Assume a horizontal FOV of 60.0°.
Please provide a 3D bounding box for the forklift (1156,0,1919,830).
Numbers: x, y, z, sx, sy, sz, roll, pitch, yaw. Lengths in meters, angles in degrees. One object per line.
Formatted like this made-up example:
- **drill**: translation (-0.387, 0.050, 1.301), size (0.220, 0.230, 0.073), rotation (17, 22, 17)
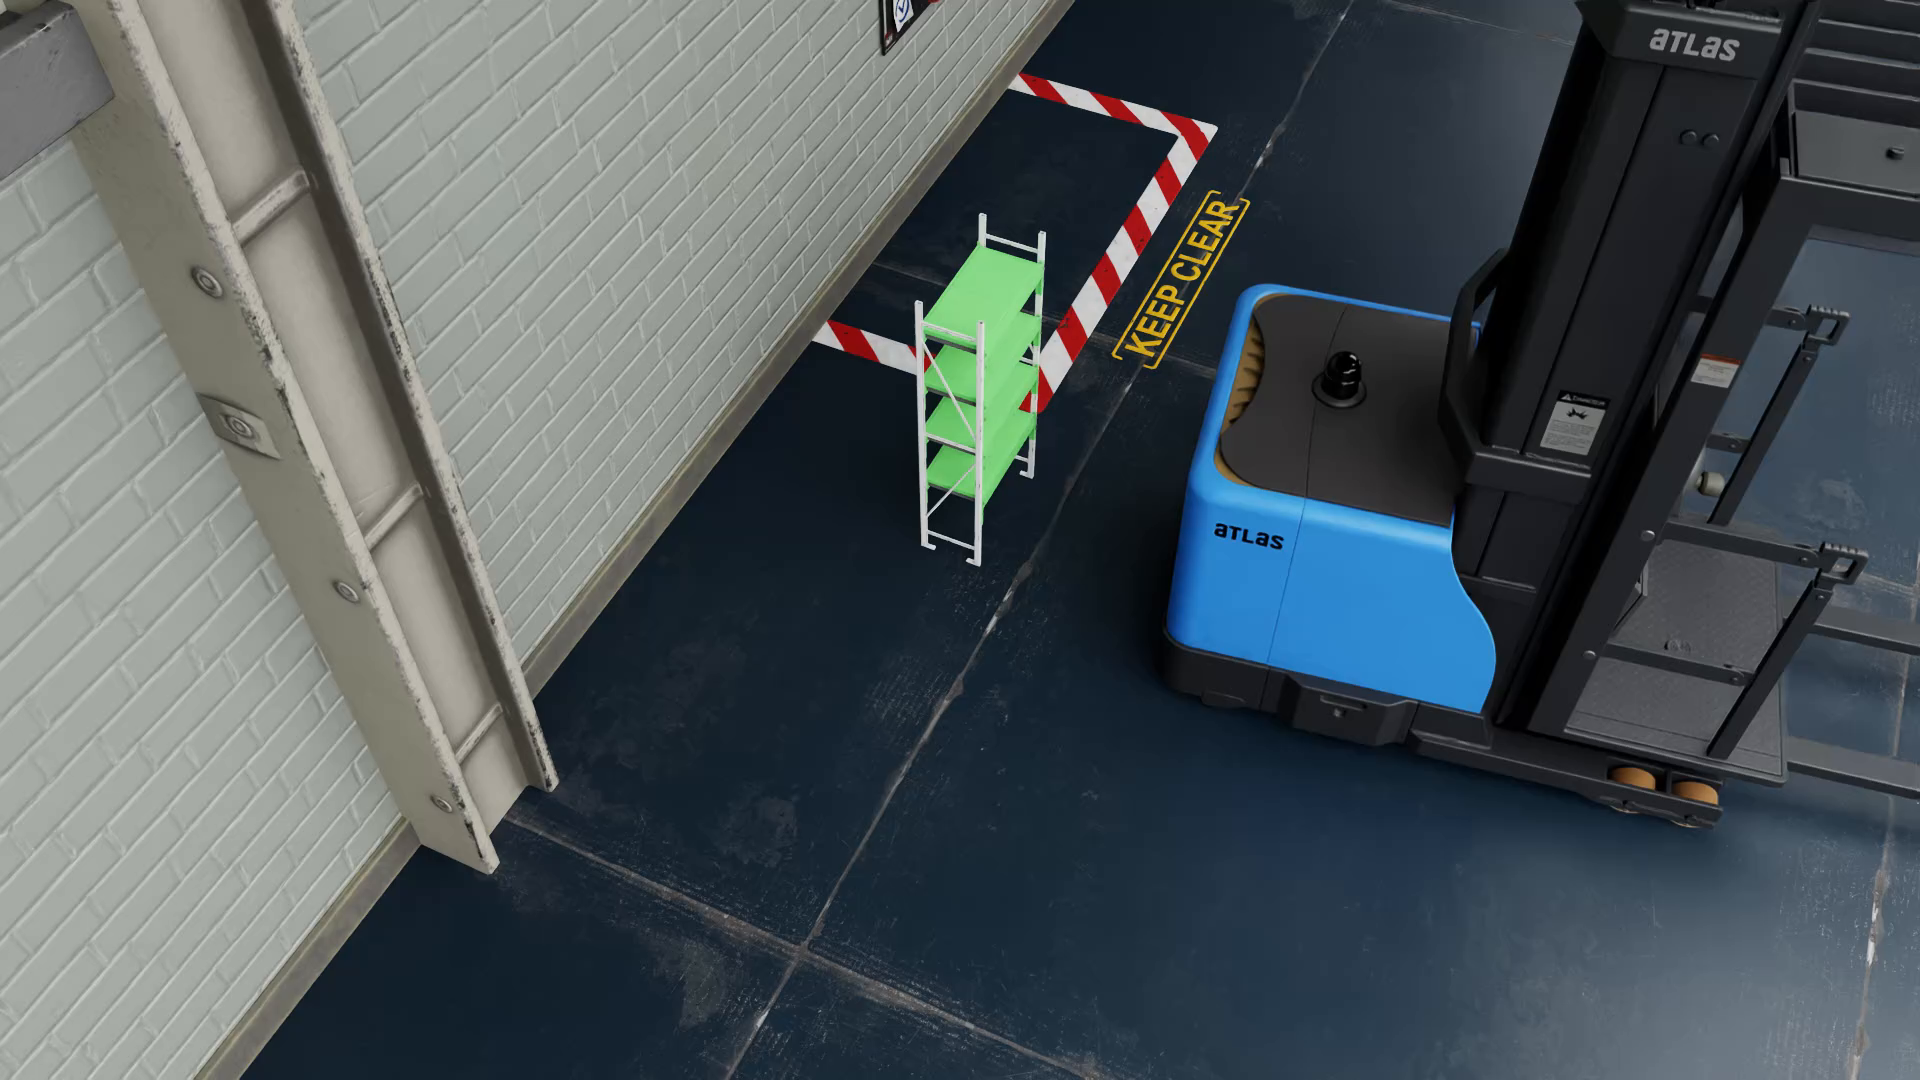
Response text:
- **forklift**: translation (2.255, -0.463, 4.720), size (3.031, 2.935, 1.130), rotation (13, 51, 11)

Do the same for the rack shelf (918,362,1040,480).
- **rack shelf**: translation (0.071, -0.461, 5.939), size (0.258, 0.148, 0.480), rotation (20, 52, 16)

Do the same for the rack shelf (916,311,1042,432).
- **rack shelf**: translation (0.071, -0.617, 5.756), size (0.258, 0.148, 0.480), rotation (20, 52, 16)

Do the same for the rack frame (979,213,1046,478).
- **rack frame**: translation (0.175, -0.671, 6.033), size (0.240, 1.200, 0.015), rotation (20, 52, 16)

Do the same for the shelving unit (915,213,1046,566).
- **shelving unit**: translation (0.071, -0.503, 5.890), size (0.258, 1.200, 0.503), rotation (20, 52, 16)

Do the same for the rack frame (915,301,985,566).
- **rack frame**: translation (-0.034, -0.335, 5.747), size (0.240, 1.200, 0.015), rotation (20, 52, 16)

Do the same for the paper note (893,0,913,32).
- **paper note**: translation (-0.227, -2.140, 6.680), size (0.016, 0.148, 0.142), rotation (20, 52, 16)

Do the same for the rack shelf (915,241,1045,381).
- **rack shelf**: translation (0.071, -0.772, 5.573), size (0.258, 0.148, 0.480), rotation (20, 52, 16)

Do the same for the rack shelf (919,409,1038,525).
- **rack shelf**: translation (0.071, -0.306, 6.121), size (0.258, 0.148, 0.480), rotation (20, 52, 16)

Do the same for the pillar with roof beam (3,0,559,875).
- **pillar with roof beam**: translation (2.331, -0.626, 0.874), size (9.100, 9.000, 0.400), rotation (20, 52, 16)

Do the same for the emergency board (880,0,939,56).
- **emergency board**: translation (-0.088, -2.525, 6.429), size (0.194, 1.169, 0.643), rotation (20, 52, 16)
